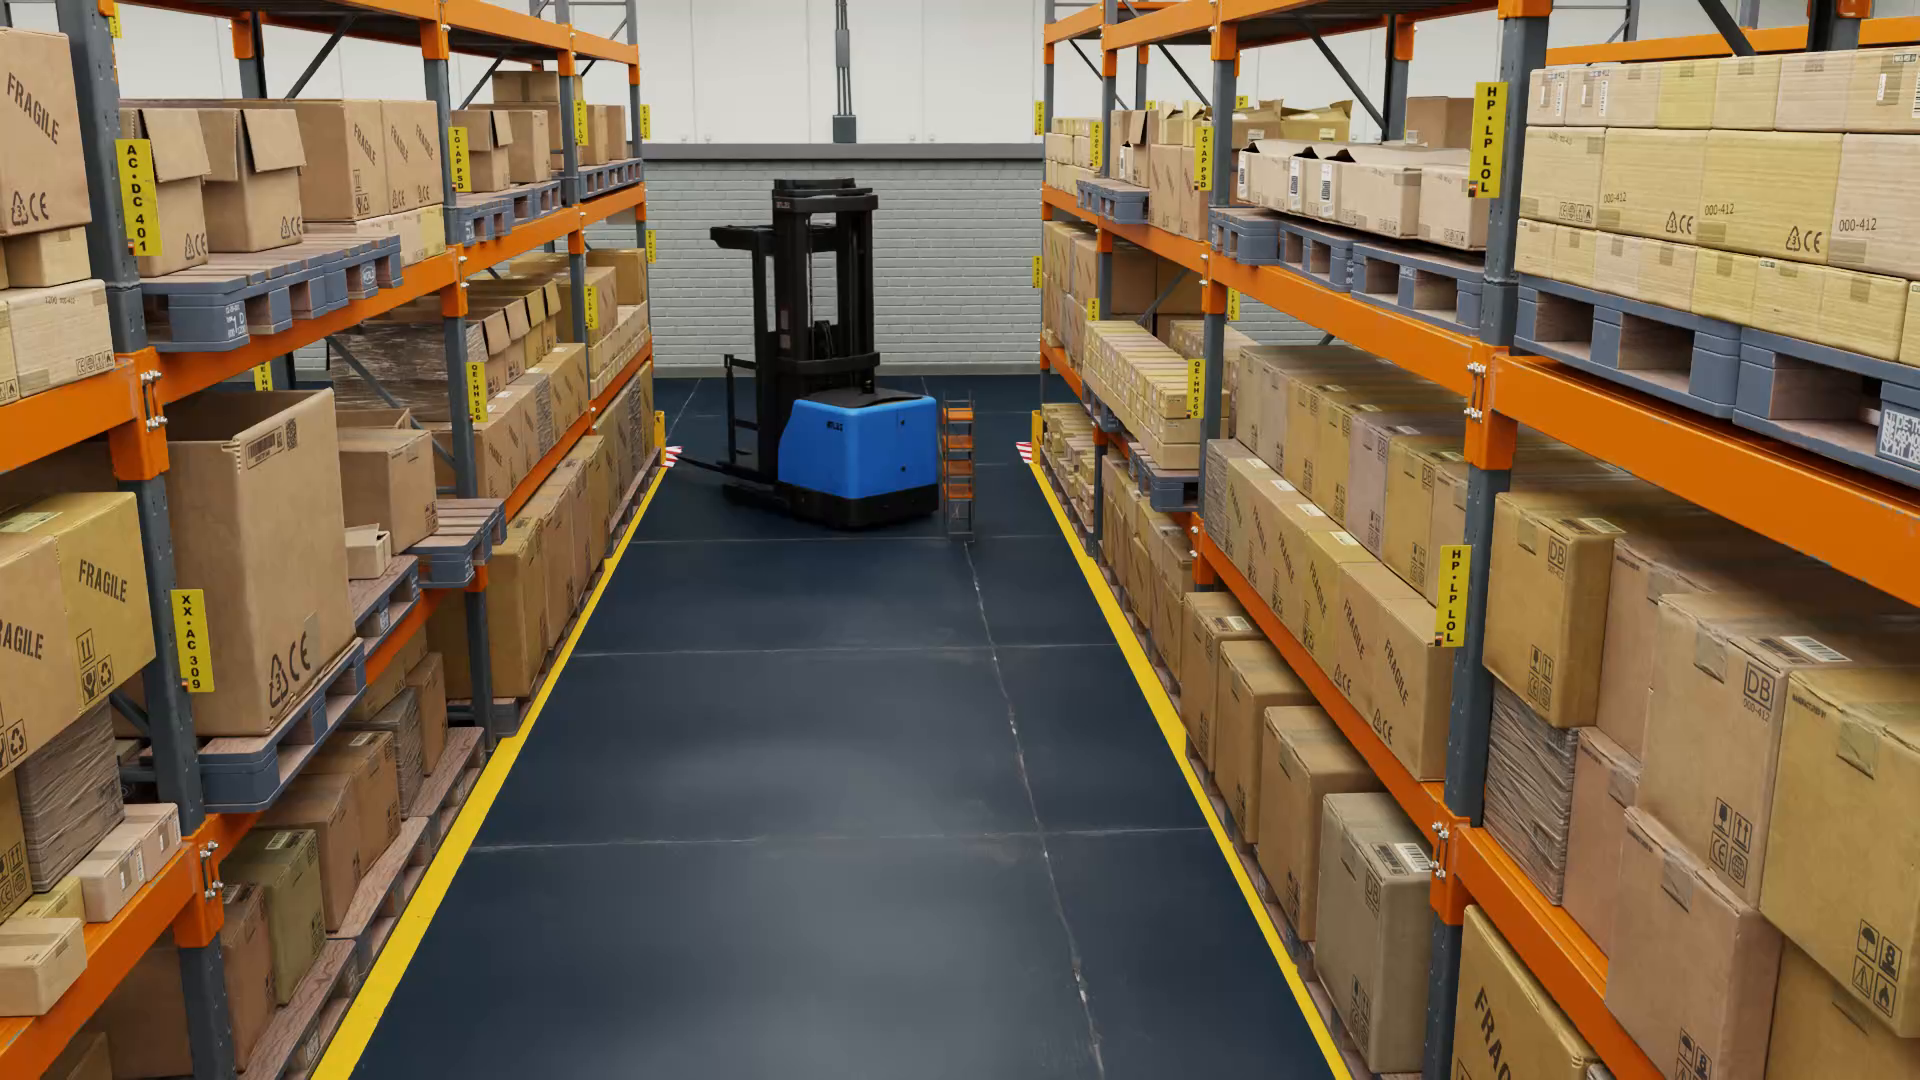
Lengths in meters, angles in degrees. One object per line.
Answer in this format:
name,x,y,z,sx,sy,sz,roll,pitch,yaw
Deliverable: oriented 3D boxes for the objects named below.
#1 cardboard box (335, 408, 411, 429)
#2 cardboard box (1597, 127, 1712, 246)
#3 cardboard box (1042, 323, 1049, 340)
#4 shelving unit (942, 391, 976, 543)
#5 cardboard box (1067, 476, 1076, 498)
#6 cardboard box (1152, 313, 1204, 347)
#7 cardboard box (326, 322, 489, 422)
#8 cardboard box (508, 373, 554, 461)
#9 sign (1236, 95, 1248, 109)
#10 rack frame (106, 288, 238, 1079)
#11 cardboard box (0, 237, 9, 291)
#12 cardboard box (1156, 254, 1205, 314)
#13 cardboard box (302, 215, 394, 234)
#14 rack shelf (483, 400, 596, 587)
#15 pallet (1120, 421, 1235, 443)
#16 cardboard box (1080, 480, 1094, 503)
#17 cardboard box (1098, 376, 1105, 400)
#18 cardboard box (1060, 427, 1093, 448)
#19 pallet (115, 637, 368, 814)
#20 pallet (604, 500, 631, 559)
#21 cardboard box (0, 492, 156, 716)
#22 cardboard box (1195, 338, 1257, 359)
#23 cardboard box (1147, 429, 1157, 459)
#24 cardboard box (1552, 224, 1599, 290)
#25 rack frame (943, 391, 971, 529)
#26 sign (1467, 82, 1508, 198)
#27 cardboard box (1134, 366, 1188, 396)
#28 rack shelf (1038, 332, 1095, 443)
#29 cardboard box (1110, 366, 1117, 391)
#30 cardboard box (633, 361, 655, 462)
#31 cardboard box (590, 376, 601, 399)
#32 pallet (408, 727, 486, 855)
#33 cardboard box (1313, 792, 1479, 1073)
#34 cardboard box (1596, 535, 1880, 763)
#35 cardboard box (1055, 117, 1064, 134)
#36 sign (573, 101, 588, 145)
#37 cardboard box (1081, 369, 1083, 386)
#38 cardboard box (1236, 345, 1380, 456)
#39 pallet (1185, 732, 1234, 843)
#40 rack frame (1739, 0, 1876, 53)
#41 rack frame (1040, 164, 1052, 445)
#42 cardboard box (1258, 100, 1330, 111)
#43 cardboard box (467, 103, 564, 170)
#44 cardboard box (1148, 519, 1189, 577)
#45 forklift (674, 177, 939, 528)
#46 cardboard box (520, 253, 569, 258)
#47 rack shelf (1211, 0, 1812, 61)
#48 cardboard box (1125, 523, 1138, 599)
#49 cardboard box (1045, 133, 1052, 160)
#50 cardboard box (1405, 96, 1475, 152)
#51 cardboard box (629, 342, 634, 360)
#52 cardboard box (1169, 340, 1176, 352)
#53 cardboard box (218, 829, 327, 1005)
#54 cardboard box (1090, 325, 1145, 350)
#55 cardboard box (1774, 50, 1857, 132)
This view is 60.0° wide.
cardboard box,-3.058,-0.375,8.420,0.500,0.500,0.500,-3,15,-10
cardboard box,1.856,-0.838,3.903,0.500,0.250,0.500,-1,14,-4
cardboard box,1.022,-2.090,16.635,0.380,0.149,0.250,-1,14,-4
shelving unit,-0.010,-0.622,14.037,0.258,1.200,0.503,-1,14,-3
cardboard box,1.149,-0.475,14.732,0.380,0.149,0.250,-1,14,-4
cardboard box,1.798,-1.622,13.514,0.500,0.500,0.500,-1,14,-4
cardboard box,-3.161,-0.973,9.574,0.797,0.503,0.637,0,14,-2
cardboard box,-2.989,-0.810,10.954,0.500,0.500,0.500,-1,14,-3
sign,2.131,-3.206,12.620,0.100,0.325,0.005,-1,14,-3
rack frame,-2.884,0.738,5.137,1.000,3.000,0.127,-1,14,-3
cardboard box,-2.650,-0.691,4.172,0.380,0.149,0.250,-1,14,-3
cardboard box,1.792,-2.096,13.347,0.500,0.500,0.500,-1,14,-2
cardboard box,-2.785,-1.274,7.240,0.500,0.250,0.500,0,14,-2
rack shelf,-3.256,-0.406,11.027,1.077,0.370,4.000,-1,14,-3
pallet,1.661,-0.707,11.139,1.003,0.211,1.213,-1,14,-3
cardboard box,1.211,-0.410,13.882,0.380,0.149,0.250,-2,15,-6
cardboard box,1.192,-1.086,11.889,0.380,0.149,0.250,-1,14,-3
cardboard box,1.124,-0.946,15.368,0.380,0.149,0.250,-1,14,-3
pallet,-2.786,0.639,5.909,1.003,0.211,1.213,-1,14,-3
pallet,-3.349,-0.091,13.957,1.003,0.211,1.213,-1,14,-3
cardboard box,-2.581,0.169,4.545,0.500,0.500,0.500,-1,14,-3
cardboard box,1.857,-1.318,11.598,0.380,0.149,0.250,-1,14,-5
cardboard box,1.322,-0.567,9.872,0.380,0.149,0.250,-1,14,-4
cardboard box,1.774,-0.736,4.308,0.380,0.149,0.250,-1,14,-3
rack frame,-0.025,-0.683,14.273,0.240,1.200,0.015,-1,14,-3
sign,1.532,-1.158,4.818,0.100,0.325,0.005,-1,14,-3
cardboard box,1.287,-0.987,10.309,0.380,0.149,0.250,0,14,-2
rack shelf,1.453,-1.452,15.093,1.077,0.370,4.000,-1,14,-3
cardboard box,1.229,-1.097,11.336,0.380,0.149,0.250,-1,14,-4
cardboard box,-3.508,-1.263,16.335,0.875,0.875,0.875,-1,14,-3
cardboard box,-3.066,-1.208,13.207,0.380,0.149,0.250,-1,14,-3
pallet,-3.085,1.288,8.596,1.003,0.211,1.213,-1,14,-3
cardboard box,1.945,1.420,6.160,1.050,0.750,0.750,-1,14,-4
cardboard box,2.211,0.318,4.301,0.875,0.550,0.550,-1,14,-3
cardboard box,1.078,-3.836,15.394,0.380,0.149,0.250,-1,14,-3
sign,-2.839,-3.118,12.435,0.100,0.325,0.005,-1,14,-3
cardboard box,1.201,-1.311,13.606,0.380,0.149,0.250,-1,14,-5
cardboard box,1.843,-0.729,8.632,0.700,0.500,0.500,-1,14,-4
pallet,1.799,1.240,8.785,1.003,0.211,1.213,-1,14,-3
rack frame,6.511,-4.310,12.717,1.000,3.000,0.127,-1,14,-3
rack frame,1.329,-2.298,16.937,1.000,3.000,0.127,-1,14,-3
cardboard box,1.988,-2.476,9.872,0.396,0.266,0.258,-1,14,-3
cardboard box,-3.488,-3.198,13.172,0.700,0.500,0.500,-2,15,-7
cardboard box,1.479,0.045,10.502,0.500,0.250,0.500,-1,14,-3
forklift,-1.554,-1.819,15.214,1.130,2.935,3.031,-13,19,-41
cardboard box,-3.836,-2.433,15.661,0.500,0.500,0.500,-1,14,-5
rack shelf,1.949,-2.174,6.663,1.077,0.370,4.000,-1,14,-3
cardboard box,1.439,0.154,11.582,0.500,0.500,0.500,-1,14,-2
cardboard box,1.098,-3.804,16.070,0.500,0.250,0.500,-1,14,-3
cardboard box,2.212,-1.633,7.089,0.500,0.500,0.500,-1,14,-3
cardboard box,-3.195,-1.723,15.206,0.380,0.149,0.250,-1,14,-3
cardboard box,1.799,-1.433,12.639,0.380,0.149,0.250,0,14,-2
cardboard box,-2.911,1.464,6.451,0.700,0.500,0.500,-1,14,-4
cardboard box,1.166,-1.498,12.297,0.380,0.149,0.250,0,14,-2
cardboard box,1.836,-0.870,3.228,0.380,0.149,0.250,-1,14,-4
